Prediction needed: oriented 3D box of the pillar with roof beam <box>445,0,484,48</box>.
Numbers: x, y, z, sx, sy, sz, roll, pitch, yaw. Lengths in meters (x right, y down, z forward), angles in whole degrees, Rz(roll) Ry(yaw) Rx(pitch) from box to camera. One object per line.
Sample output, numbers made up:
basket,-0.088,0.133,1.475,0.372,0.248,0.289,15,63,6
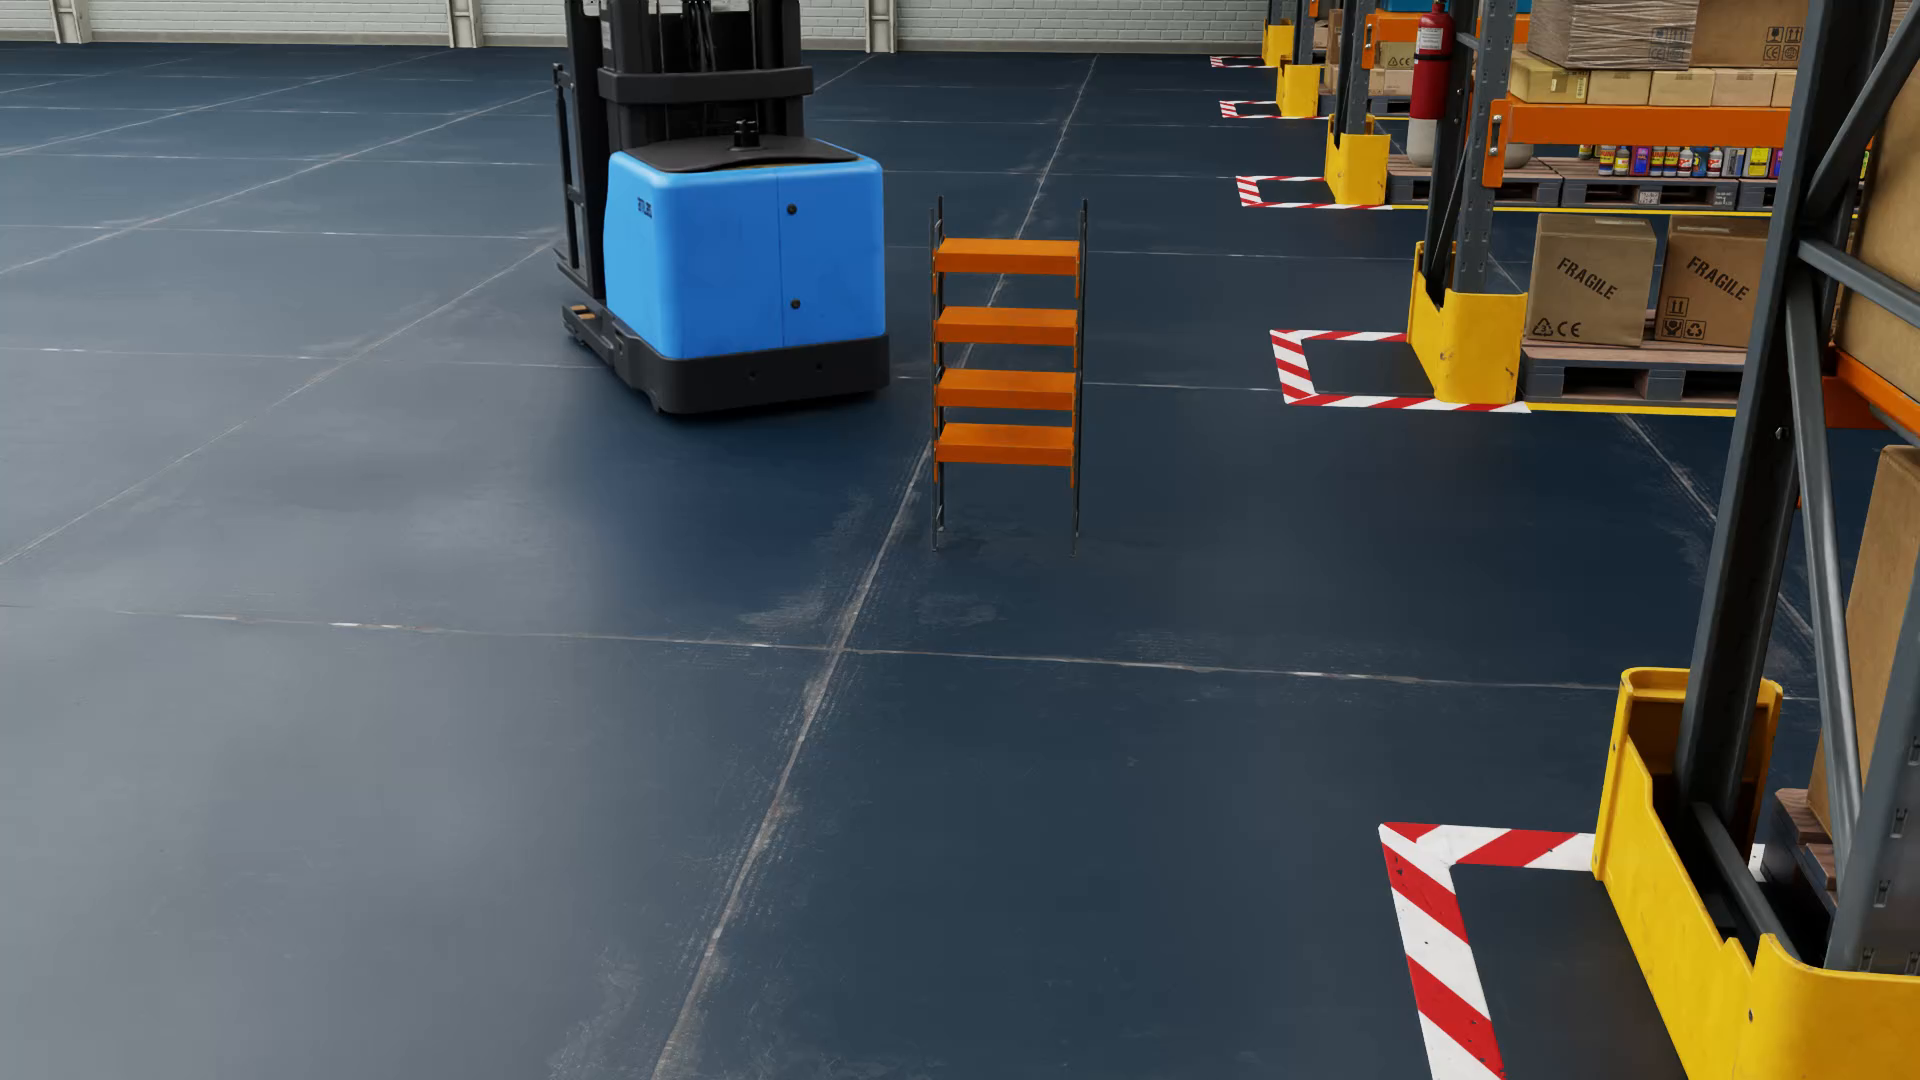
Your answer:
pillar with roof beam,-7.553,-9.672,18.165,0.400,9.000,9.100,2,22,6

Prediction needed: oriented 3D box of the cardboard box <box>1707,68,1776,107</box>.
cardboard box,3.322,-1.970,7.185,0.250,0.149,0.380,2,22,6

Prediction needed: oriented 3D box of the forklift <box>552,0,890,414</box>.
forklift,-1.401,-2.406,8.039,1.130,2.935,3.031,-10,24,-23

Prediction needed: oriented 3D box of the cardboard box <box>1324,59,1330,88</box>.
cardboard box,4.061,-4.842,17.275,0.500,0.250,0.500,2,22,6

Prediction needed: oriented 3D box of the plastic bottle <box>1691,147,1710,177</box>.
plastic bottle,5.312,-2.748,11.922,0.097,0.271,0.097,0,22,0

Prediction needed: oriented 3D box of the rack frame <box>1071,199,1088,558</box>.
rack frame,0.407,-0.540,5.674,0.015,1.200,0.240,2,22,6

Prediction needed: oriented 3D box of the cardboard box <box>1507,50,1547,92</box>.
cardboard box,2.631,-2.170,7.690,0.250,0.149,0.380,2,22,6

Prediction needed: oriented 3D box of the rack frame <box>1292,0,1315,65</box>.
rack frame,3.494,-5.840,16.632,0.127,3.000,1.000,2,22,6

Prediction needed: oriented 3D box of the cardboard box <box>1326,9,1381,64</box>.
cardboard box,4.061,-5.191,17.139,0.500,0.500,0.500,2,22,6

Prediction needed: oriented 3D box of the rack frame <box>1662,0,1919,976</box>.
rack frame,1.640,-0.417,2.915,0.127,3.000,1.000,2,22,6

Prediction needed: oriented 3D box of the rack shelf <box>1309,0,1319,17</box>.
rack shelf,5.480,-5.419,16.546,4.000,0.370,1.077,2,22,6

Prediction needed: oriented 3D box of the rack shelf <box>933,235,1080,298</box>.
rack shelf,0.164,-0.916,5.557,0.480,0.148,0.258,2,22,6

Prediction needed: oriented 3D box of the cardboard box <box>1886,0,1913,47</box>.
cardboard box,3.869,-2.359,7.287,0.500,0.500,0.875,2,22,6

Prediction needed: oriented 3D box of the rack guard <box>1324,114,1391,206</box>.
rack guard,2.988,-2.883,12.553,0.348,0.500,1.175,2,22,6

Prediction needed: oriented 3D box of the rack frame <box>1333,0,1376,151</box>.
rack frame,2.907,-4.032,12.058,0.127,3.000,1.000,2,22,6

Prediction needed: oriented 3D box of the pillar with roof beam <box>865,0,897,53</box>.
pillar with roof beam,-1.595,-9.412,17.508,0.400,9.000,9.100,2,22,6

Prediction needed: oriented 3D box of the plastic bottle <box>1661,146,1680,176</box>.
plastic bottle,5.110,-2.756,11.945,0.097,0.271,0.097,0,22,0

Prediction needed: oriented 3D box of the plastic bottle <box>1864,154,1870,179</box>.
plastic bottle,6.482,-2.664,11.806,0.097,0.201,0.097,0,22,0

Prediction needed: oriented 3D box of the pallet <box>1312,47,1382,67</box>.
pallet,4.951,-6.301,21.590,1.213,0.211,1.003,2,22,6

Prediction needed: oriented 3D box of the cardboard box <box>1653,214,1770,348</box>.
cardboard box,3.540,-1.210,7.749,0.500,0.500,0.500,8,23,20

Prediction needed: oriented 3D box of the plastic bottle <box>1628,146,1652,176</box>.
plastic bottle,4.893,-2.765,11.949,0.133,0.283,0.061,3,22,7

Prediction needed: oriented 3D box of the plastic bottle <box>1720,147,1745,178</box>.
plastic bottle,5.534,-2.750,11.923,0.135,0.276,0.152,3,22,7

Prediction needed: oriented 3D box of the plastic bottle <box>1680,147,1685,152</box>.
plastic bottle,5.517,-3.045,12.566,0.185,0.351,0.144,2,22,6

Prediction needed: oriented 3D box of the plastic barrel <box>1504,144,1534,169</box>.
plastic barrel,4.067,-3.048,12.382,0.421,0.512,0.421,0,22,0

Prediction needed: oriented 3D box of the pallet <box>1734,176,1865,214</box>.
pallet,6.217,-2.606,12.245,1.213,0.211,1.003,2,22,6

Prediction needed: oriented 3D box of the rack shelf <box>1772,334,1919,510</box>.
rack shelf,3.626,0.004,2.828,4.000,0.370,1.077,2,22,6

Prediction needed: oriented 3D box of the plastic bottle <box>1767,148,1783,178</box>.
plastic bottle,5.848,-2.723,11.844,0.133,0.283,0.061,4,22,10

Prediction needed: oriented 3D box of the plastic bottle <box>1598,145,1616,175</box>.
plastic bottle,4.671,-2.776,11.993,0.097,0.271,0.097,0,22,0

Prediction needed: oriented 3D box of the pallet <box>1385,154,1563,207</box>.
pallet,3.794,-2.712,12.512,1.213,0.211,1.003,2,22,6

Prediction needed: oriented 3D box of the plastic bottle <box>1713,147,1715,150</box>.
plastic bottle,5.780,-3.017,12.588,0.133,0.283,0.061,3,22,9

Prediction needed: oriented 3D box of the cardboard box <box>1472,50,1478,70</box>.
cardboard box,4.995,-4.963,16.563,0.500,0.500,0.500,2,22,6

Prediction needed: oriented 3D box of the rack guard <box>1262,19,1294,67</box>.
rack guard,4.148,-6.483,21.659,0.348,0.500,1.175,2,22,6

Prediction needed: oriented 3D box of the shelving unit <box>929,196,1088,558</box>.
shelving unit,0.164,-0.551,5.701,0.503,1.200,0.258,2,22,6

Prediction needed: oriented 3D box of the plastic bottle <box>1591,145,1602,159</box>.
plastic bottle,4.901,-3.056,12.685,0.133,0.283,0.061,3,22,8

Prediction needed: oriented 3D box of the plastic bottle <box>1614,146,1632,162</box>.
plastic bottle,5.017,-2.994,12.530,0.133,0.283,0.061,2,22,6

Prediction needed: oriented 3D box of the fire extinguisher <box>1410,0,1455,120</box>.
fire extinguisher,2.265,-2.361,7.937,0.183,0.674,0.296,2,22,6

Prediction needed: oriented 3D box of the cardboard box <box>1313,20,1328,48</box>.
cardboard box,4.749,-6.540,21.462,0.500,0.311,0.500,0,22,0

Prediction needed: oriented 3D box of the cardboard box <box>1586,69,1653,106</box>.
cardboard box,2.825,-1.990,7.234,0.250,0.149,0.380,2,22,6

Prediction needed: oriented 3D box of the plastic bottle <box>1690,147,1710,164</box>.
plastic bottle,5.524,-2.955,12.440,0.135,0.276,0.152,2,22,6

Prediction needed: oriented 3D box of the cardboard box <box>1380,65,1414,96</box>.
cardboard box,4.497,-4.632,16.745,0.500,0.250,0.500,2,22,6

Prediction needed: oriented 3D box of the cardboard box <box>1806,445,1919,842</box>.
cardboard box,2.321,0.381,3.215,0.875,0.875,0.875,3,22,7

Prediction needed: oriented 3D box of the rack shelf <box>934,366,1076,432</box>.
rack shelf,0.164,-0.488,5.726,0.480,0.148,0.258,2,22,6

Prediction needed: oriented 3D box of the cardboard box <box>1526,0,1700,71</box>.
cardboard box,2.867,-2.375,7.326,0.500,0.500,0.875,2,22,6

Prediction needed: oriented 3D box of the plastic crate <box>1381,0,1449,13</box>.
plastic crate,3.439,-4.050,12.307,0.616,0.251,0.499,2,22,6

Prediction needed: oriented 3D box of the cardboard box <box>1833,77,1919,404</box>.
cardboard box,2.014,-0.487,2.889,0.550,0.550,0.875,2,22,6
